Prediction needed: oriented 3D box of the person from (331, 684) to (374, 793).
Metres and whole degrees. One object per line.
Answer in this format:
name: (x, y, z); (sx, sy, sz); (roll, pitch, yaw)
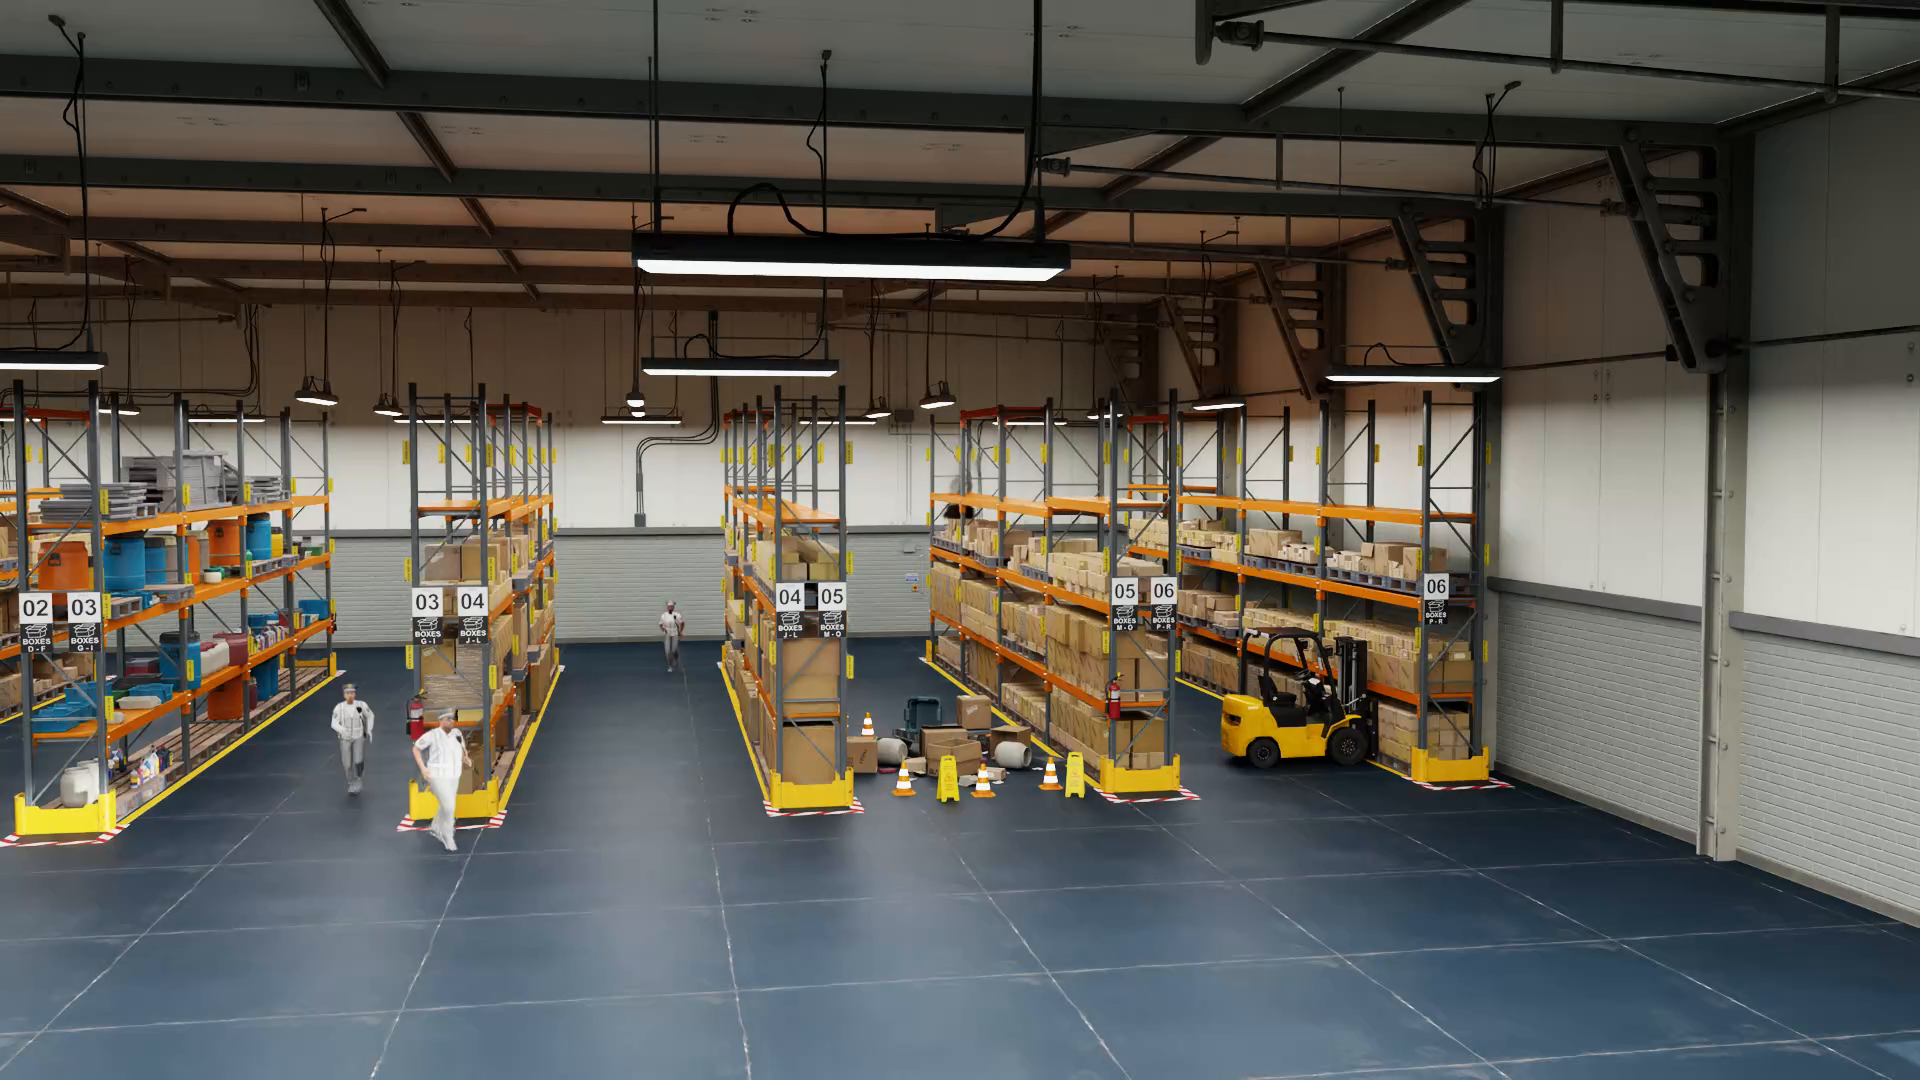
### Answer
person: (-8.931, 2.924, 24.452); (0.584, 1.648, 0.676); (-1, 3, -17)

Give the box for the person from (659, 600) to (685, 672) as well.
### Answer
person: (-6.693, 2.226, 38.542); (0.569, 1.661, 0.541); (0, 3, -2)

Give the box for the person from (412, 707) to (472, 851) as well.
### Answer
person: (-6.595, 3.057, 21.289); (0.767, 1.843, 0.662); (2, 3, 33)
